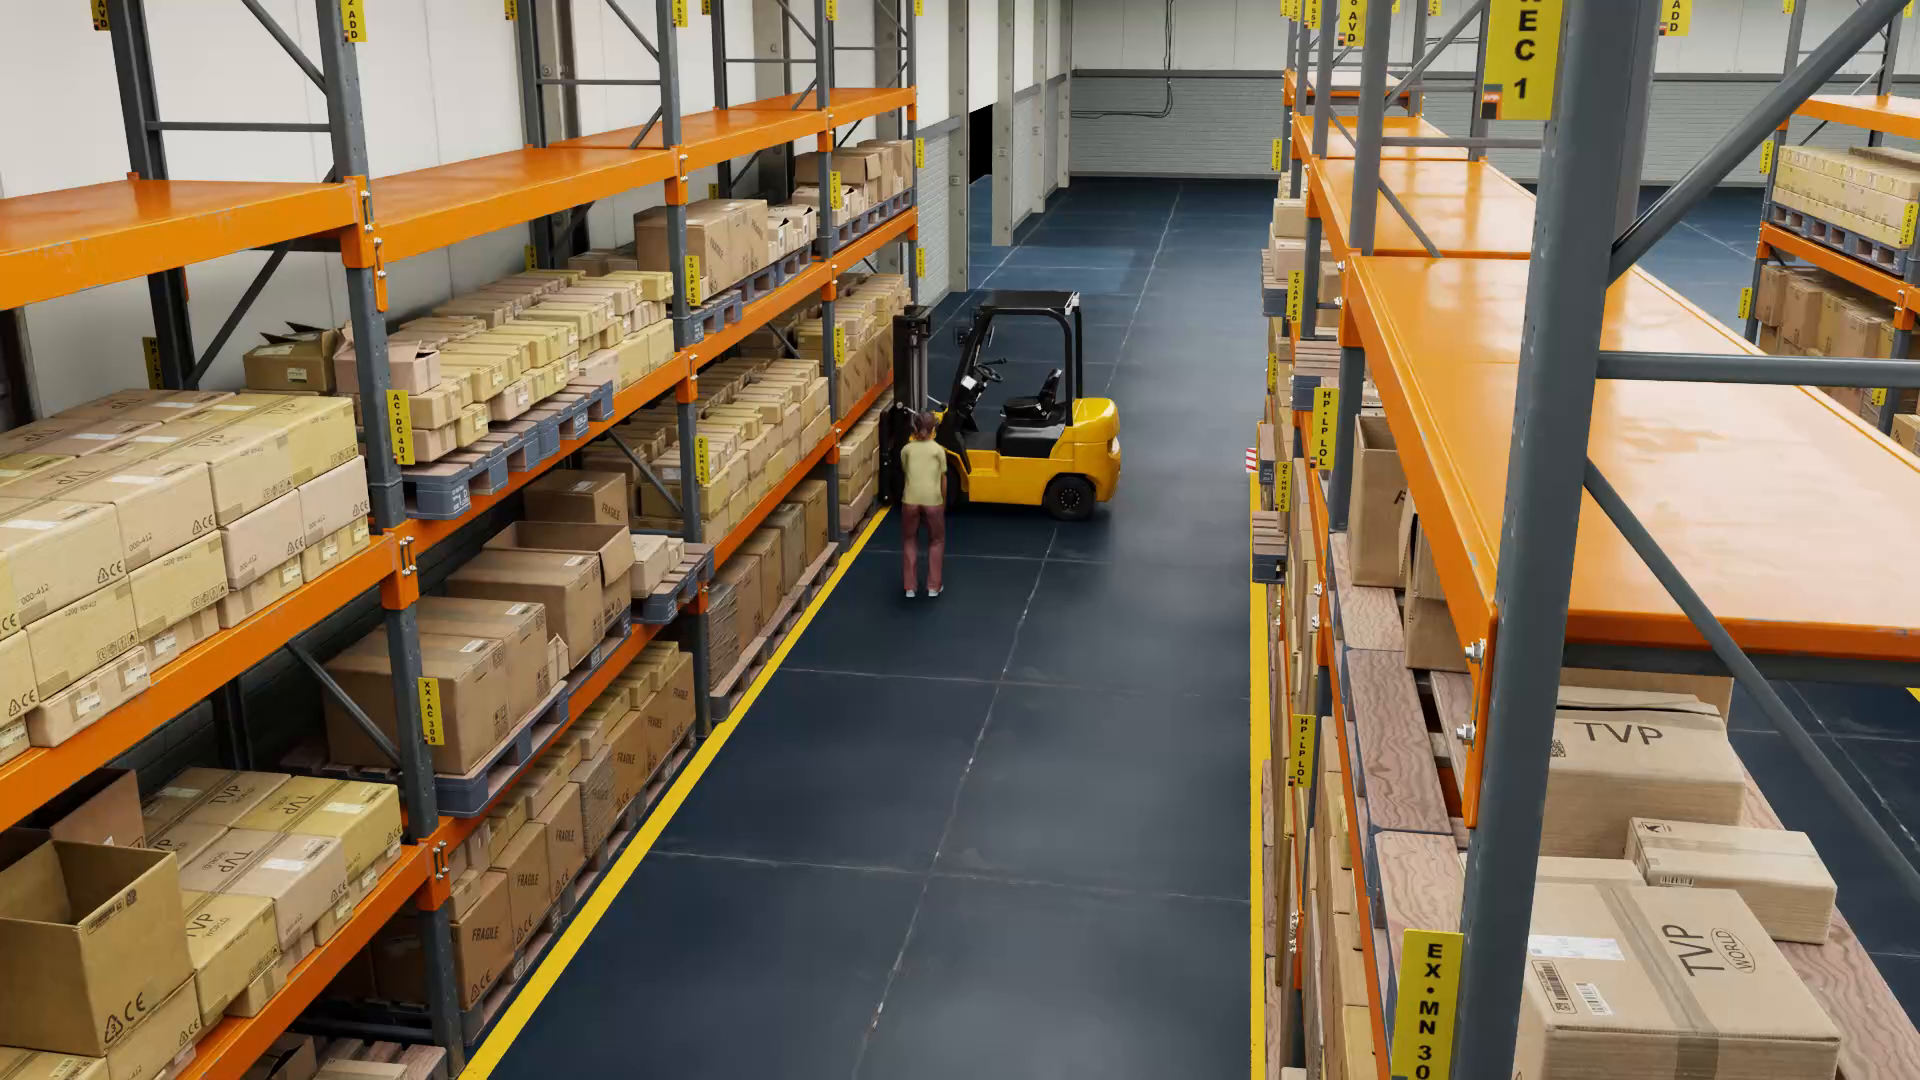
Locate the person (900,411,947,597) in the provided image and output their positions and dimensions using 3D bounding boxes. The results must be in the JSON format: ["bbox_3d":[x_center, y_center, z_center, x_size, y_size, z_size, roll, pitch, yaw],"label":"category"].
[{"bbox_3d":[-0.318,-0.316,14.570,0.404,1.623,0.536,3,18,8],"label":"person"}]
